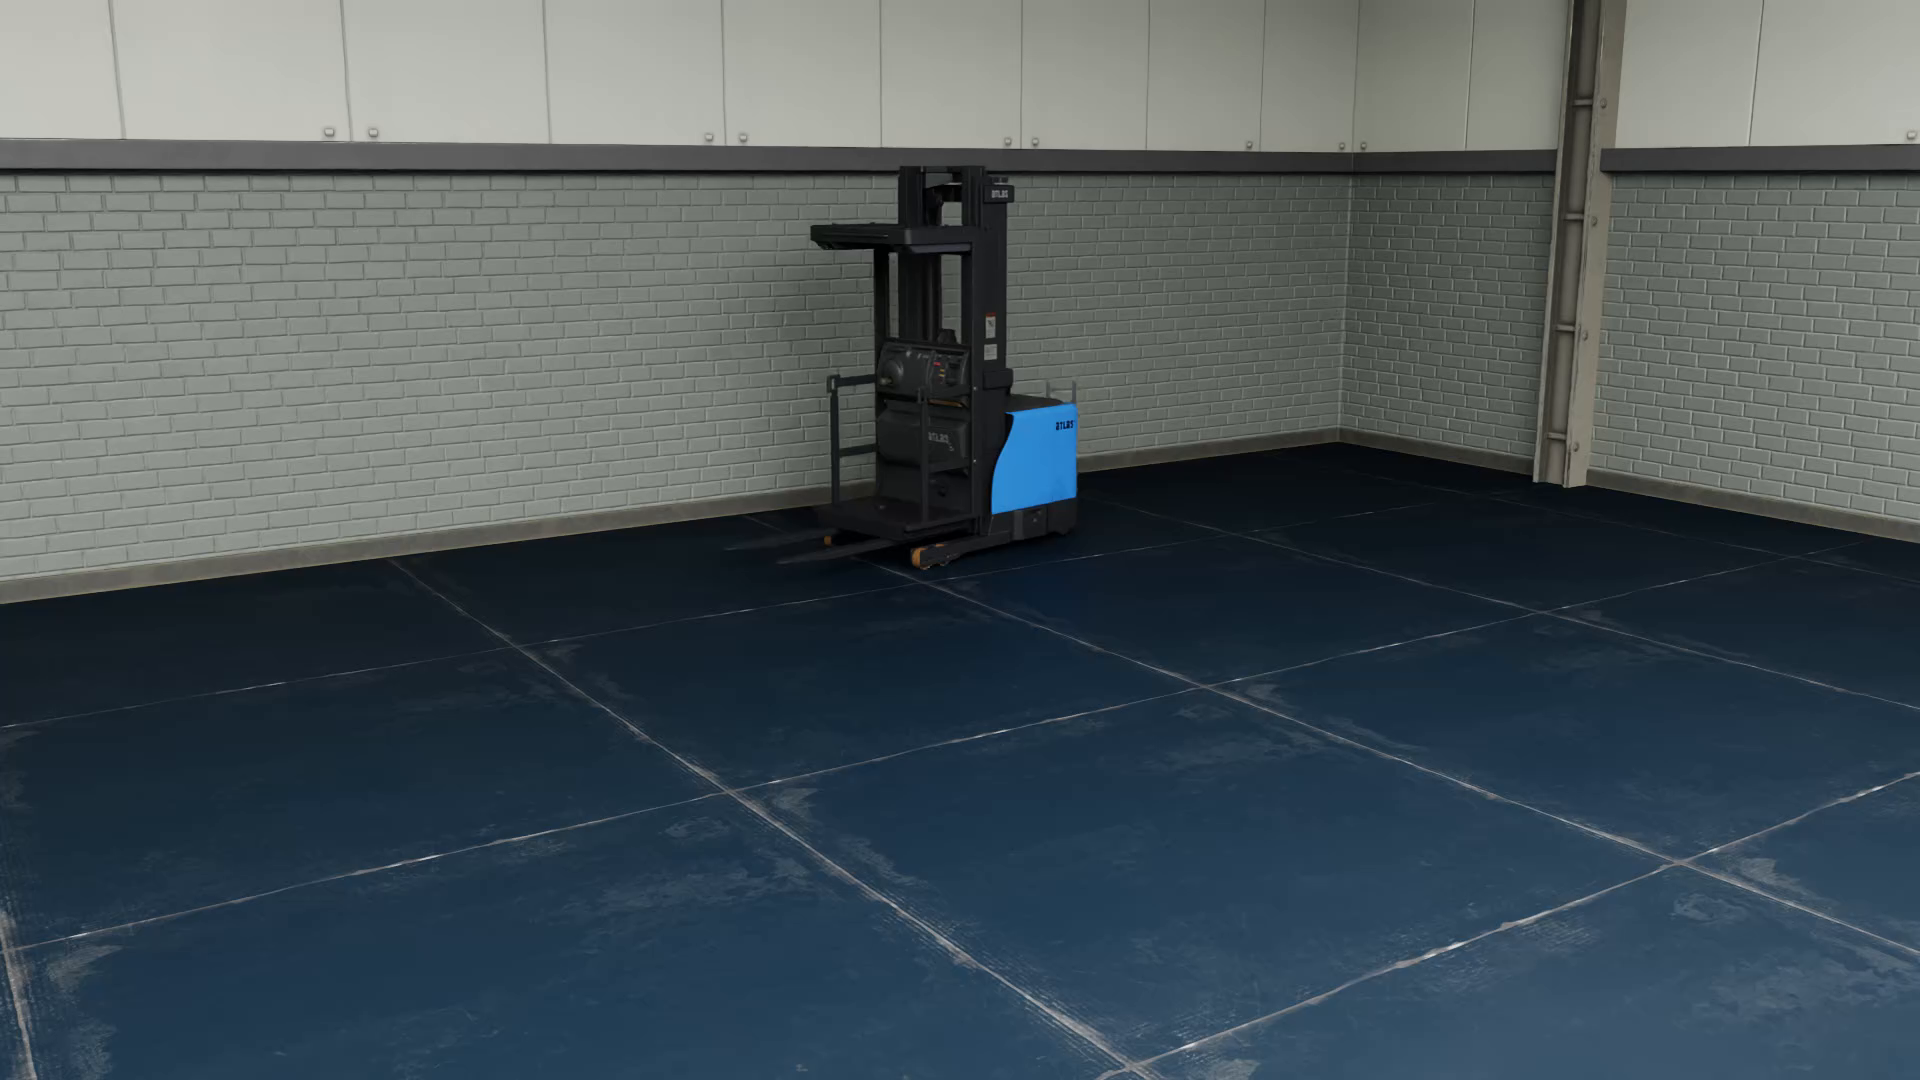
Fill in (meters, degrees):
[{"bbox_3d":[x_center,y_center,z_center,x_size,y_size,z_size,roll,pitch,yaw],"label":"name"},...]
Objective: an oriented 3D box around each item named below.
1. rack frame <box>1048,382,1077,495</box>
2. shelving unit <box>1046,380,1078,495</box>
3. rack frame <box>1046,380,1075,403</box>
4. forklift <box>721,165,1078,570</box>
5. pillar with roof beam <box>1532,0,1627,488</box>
[{"bbox_3d":[0.847,-0.708,13.774,0.240,1.200,0.006,-1,12,-1],"label":"rack frame"},{"bbox_3d":[0.845,-0.727,13.864,0.258,1.200,0.189,-1,12,-1],"label":"shelving unit"},{"bbox_3d":[0.843,-0.745,13.953,0.240,1.200,0.006,-1,12,-1],"label":"rack frame"},{"bbox_3d":[-0.431,-1.332,12.594,1.130,2.935,3.031,12,17,43],"label":"forklift"},{"bbox_3d":[2.131,-4.429,12.552,9.100,9.000,0.400,-8,15,-33],"label":"pillar with roof beam"}]
